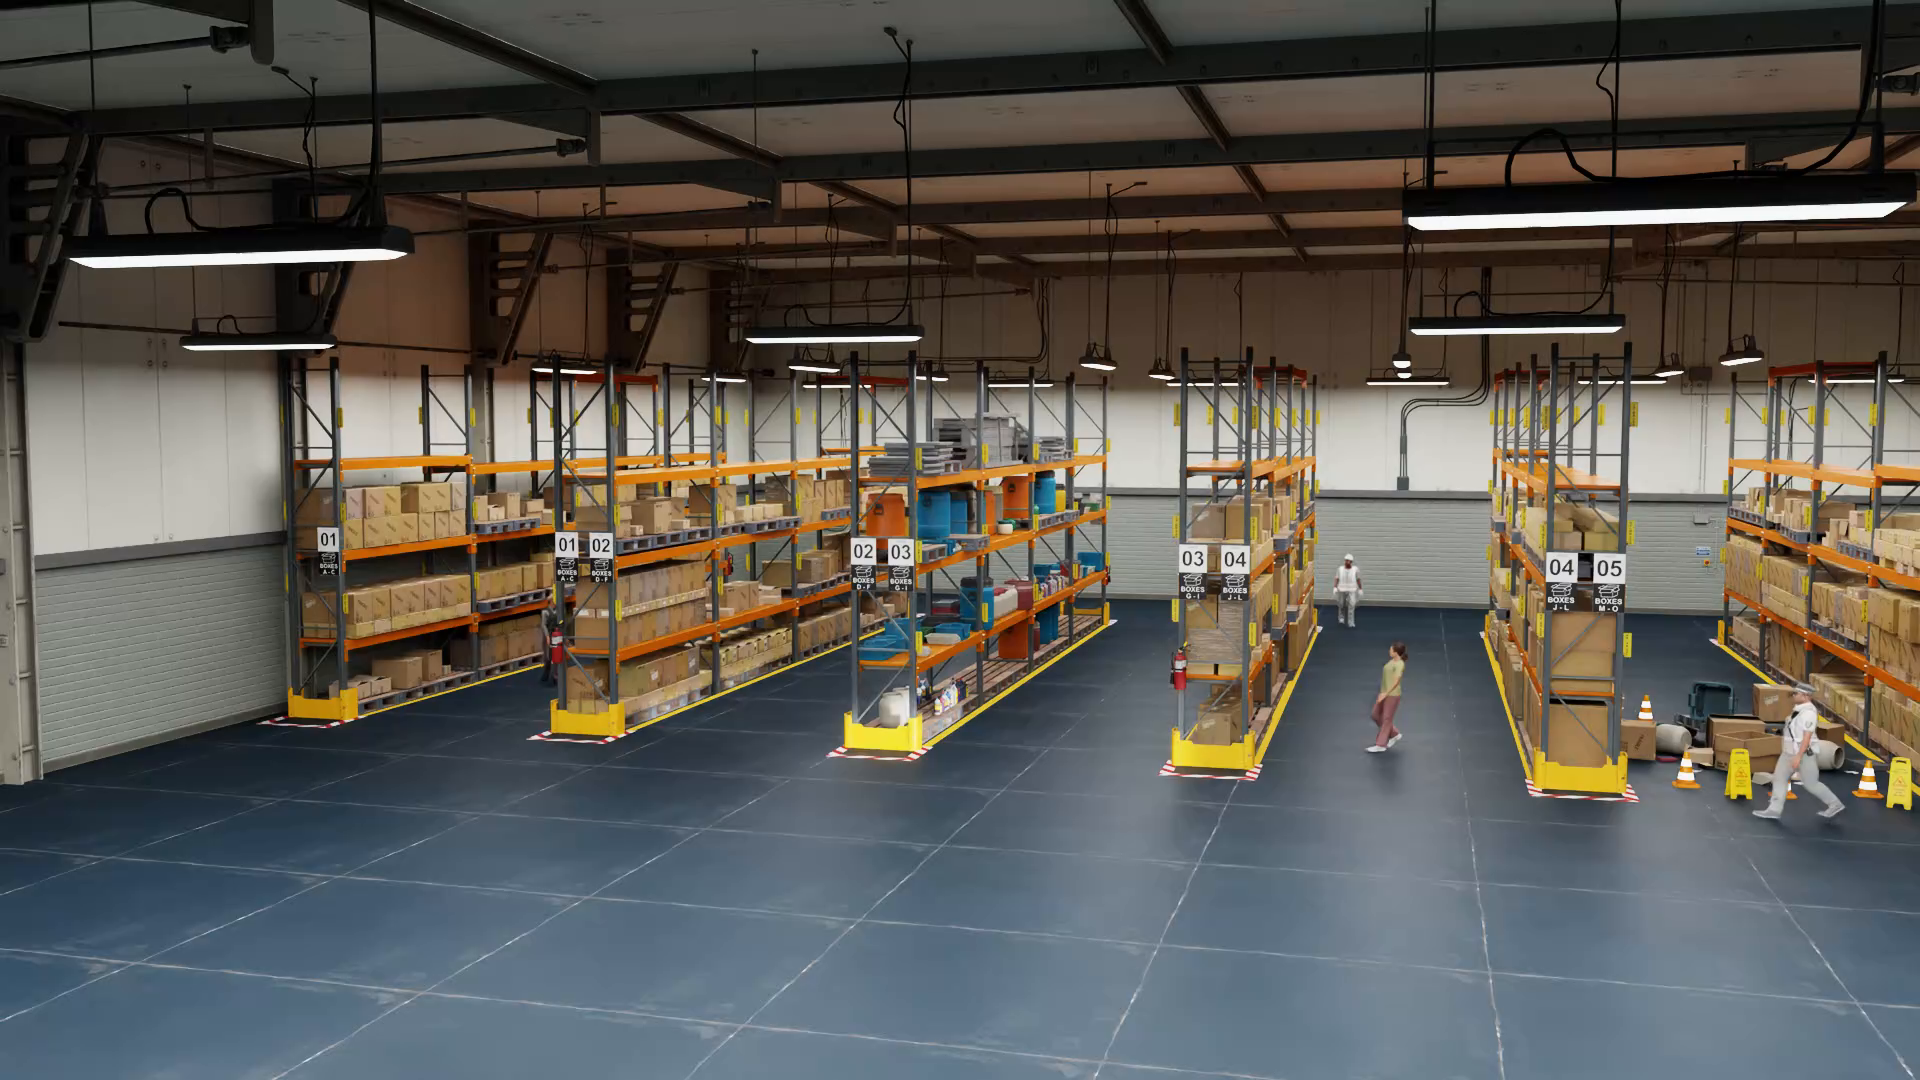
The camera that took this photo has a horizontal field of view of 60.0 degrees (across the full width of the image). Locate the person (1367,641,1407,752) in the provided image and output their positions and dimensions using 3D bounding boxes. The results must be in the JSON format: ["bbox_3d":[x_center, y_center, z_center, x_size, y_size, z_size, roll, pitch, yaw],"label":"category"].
[{"bbox_3d":[6.388,2.342,24.932,0.614,1.654,0.513,-1,4,-15],"label":"person"}]

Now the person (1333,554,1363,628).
[{"bbox_3d":[9.277,1.213,39.747,0.702,1.738,1.058,1,4,9],"label":"person"}]

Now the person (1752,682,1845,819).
[{"bbox_3d":[10.422,2.621,20.598,0.976,1.736,0.511,0,4,-6],"label":"person"}]

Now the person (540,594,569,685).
[{"bbox_3d":[-7.619,1.871,31.305,0.606,1.715,0.556,-3,5,-34],"label":"person"}]
